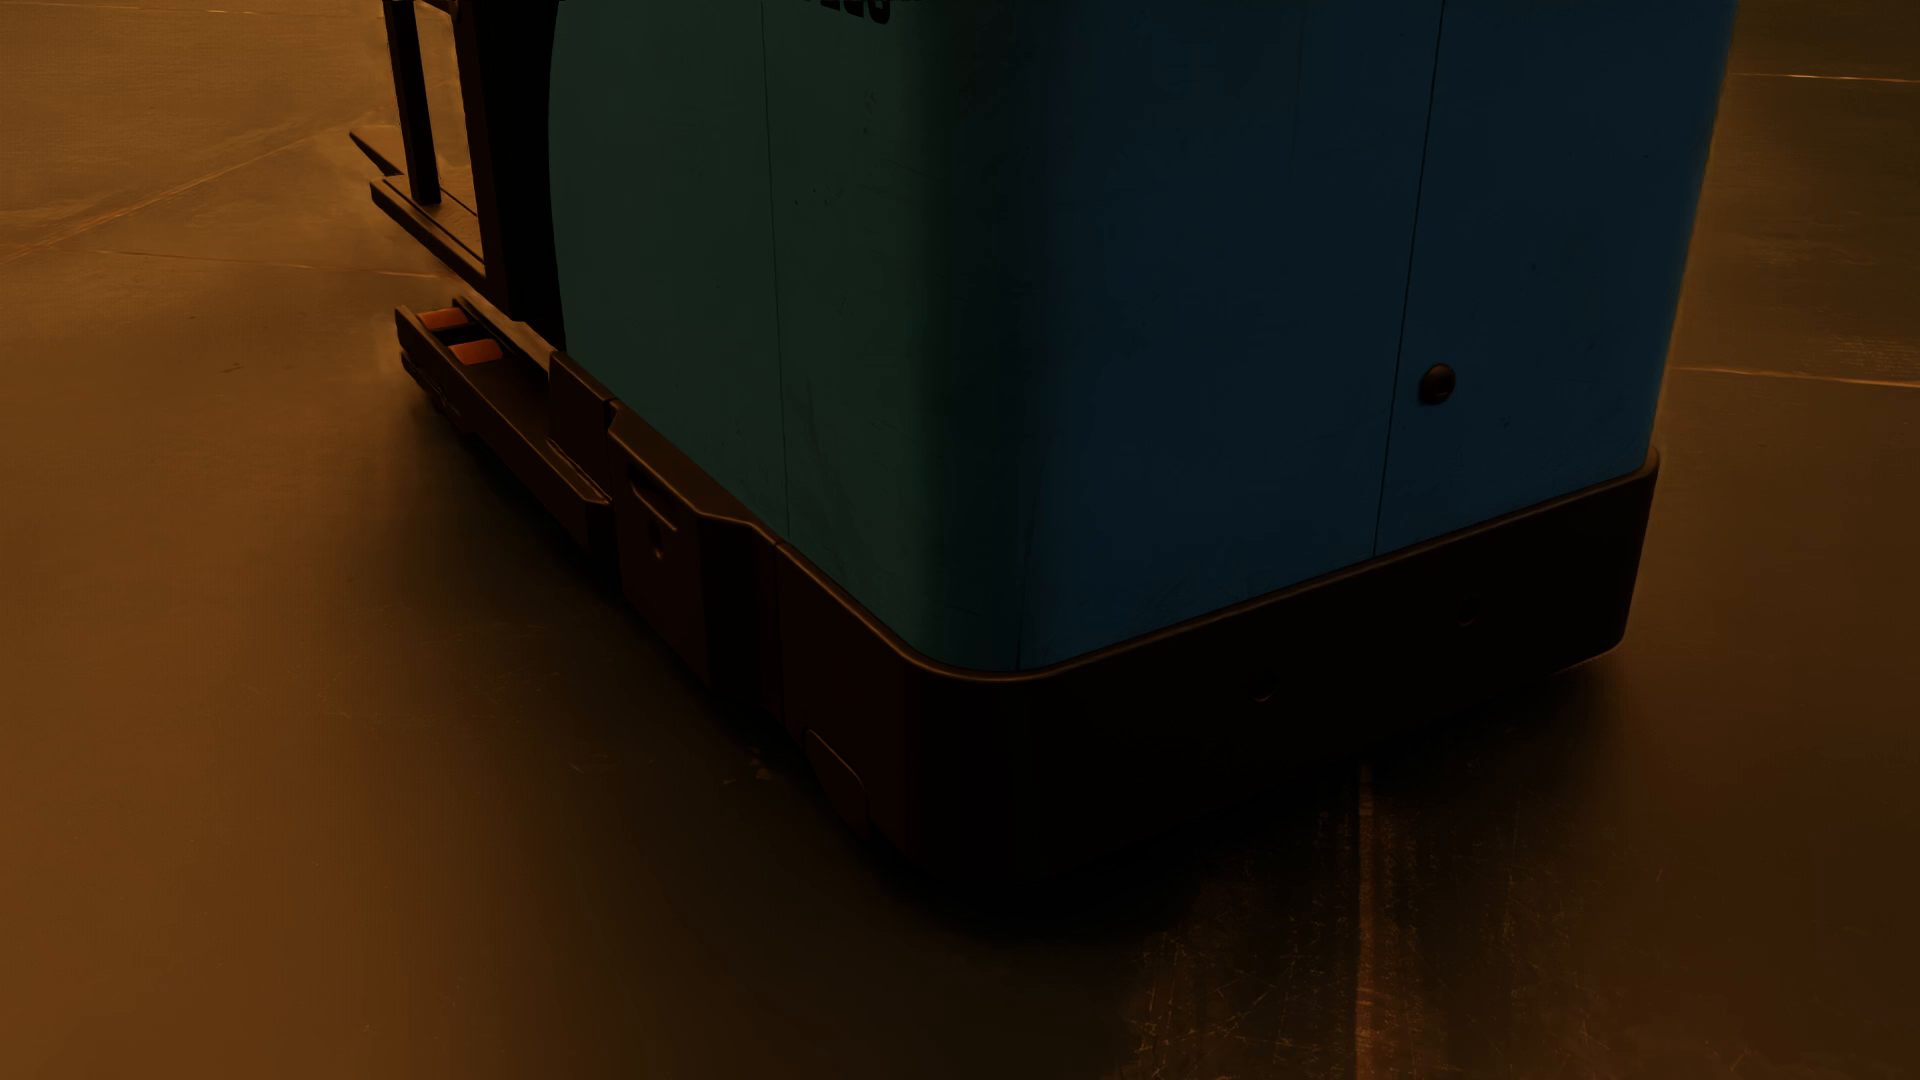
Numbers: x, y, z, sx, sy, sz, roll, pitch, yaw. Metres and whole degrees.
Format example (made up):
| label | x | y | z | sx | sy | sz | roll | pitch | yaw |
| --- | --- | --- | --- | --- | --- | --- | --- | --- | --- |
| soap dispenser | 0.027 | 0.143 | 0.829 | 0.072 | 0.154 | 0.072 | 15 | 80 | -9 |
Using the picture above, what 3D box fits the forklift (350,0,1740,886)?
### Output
| label | x | y | z | sx | sy | sz | roll | pitch | yaw |
| --- | --- | --- | --- | --- | --- | --- | --- | --- | --- |
| forklift | -0.354 | -1.585 | 2.387 | 1.130 | 2.935 | 3.031 | -16 | 31 | -28 |
